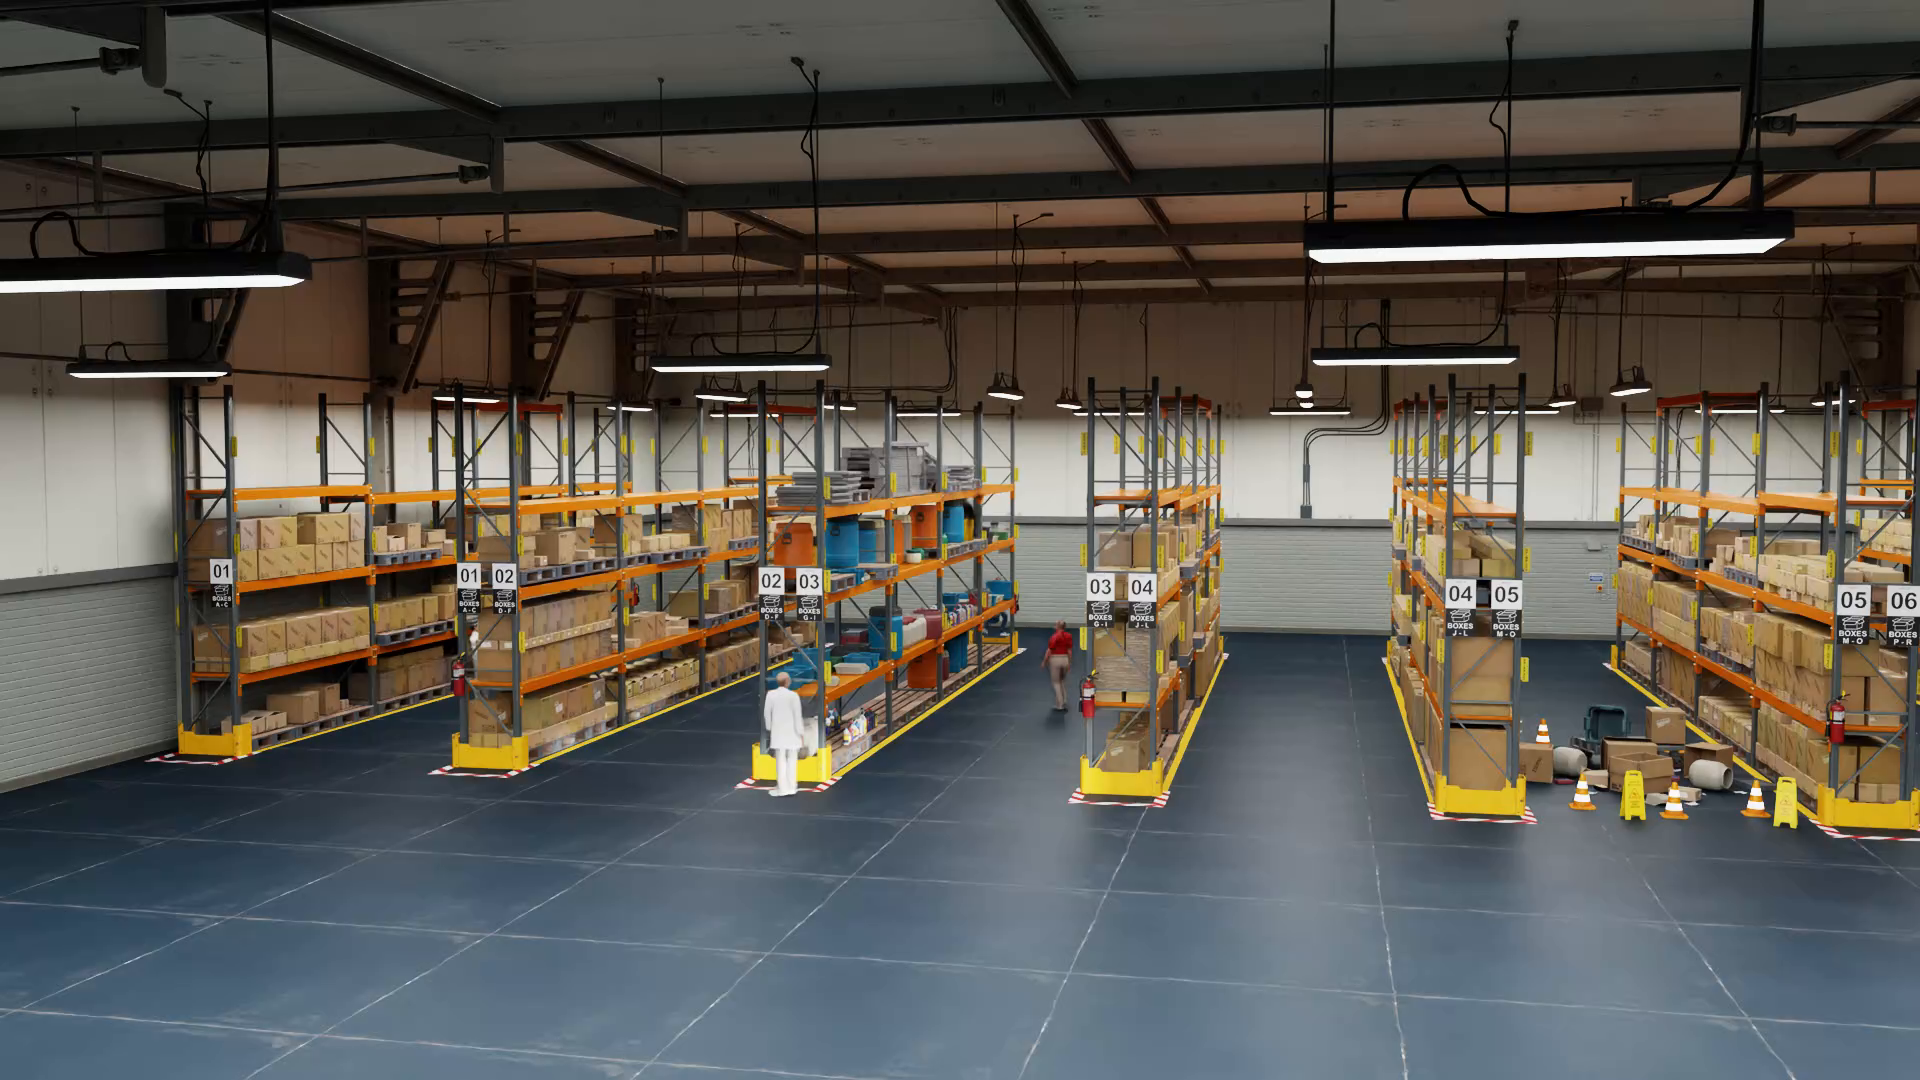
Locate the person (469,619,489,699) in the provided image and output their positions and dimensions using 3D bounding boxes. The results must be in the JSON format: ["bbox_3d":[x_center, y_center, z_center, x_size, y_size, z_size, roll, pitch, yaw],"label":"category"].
[{"bbox_3d":[-9.249,2.378,32.212,0.510,1.711,0.557,2,4,25],"label":"person"}]

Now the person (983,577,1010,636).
[{"bbox_3d":[0.961,1.755,43.949,0.760,1.553,0.469,1,3,24],"label":"person"}]

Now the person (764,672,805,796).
[{"bbox_3d":[-2.515,2.774,23.914,0.608,1.788,0.521,0,3,3],"label":"person"}]

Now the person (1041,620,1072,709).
[{"bbox_3d":[1.866,2.403,31.639,0.560,1.796,0.483,-2,4,-32],"label":"person"}]
